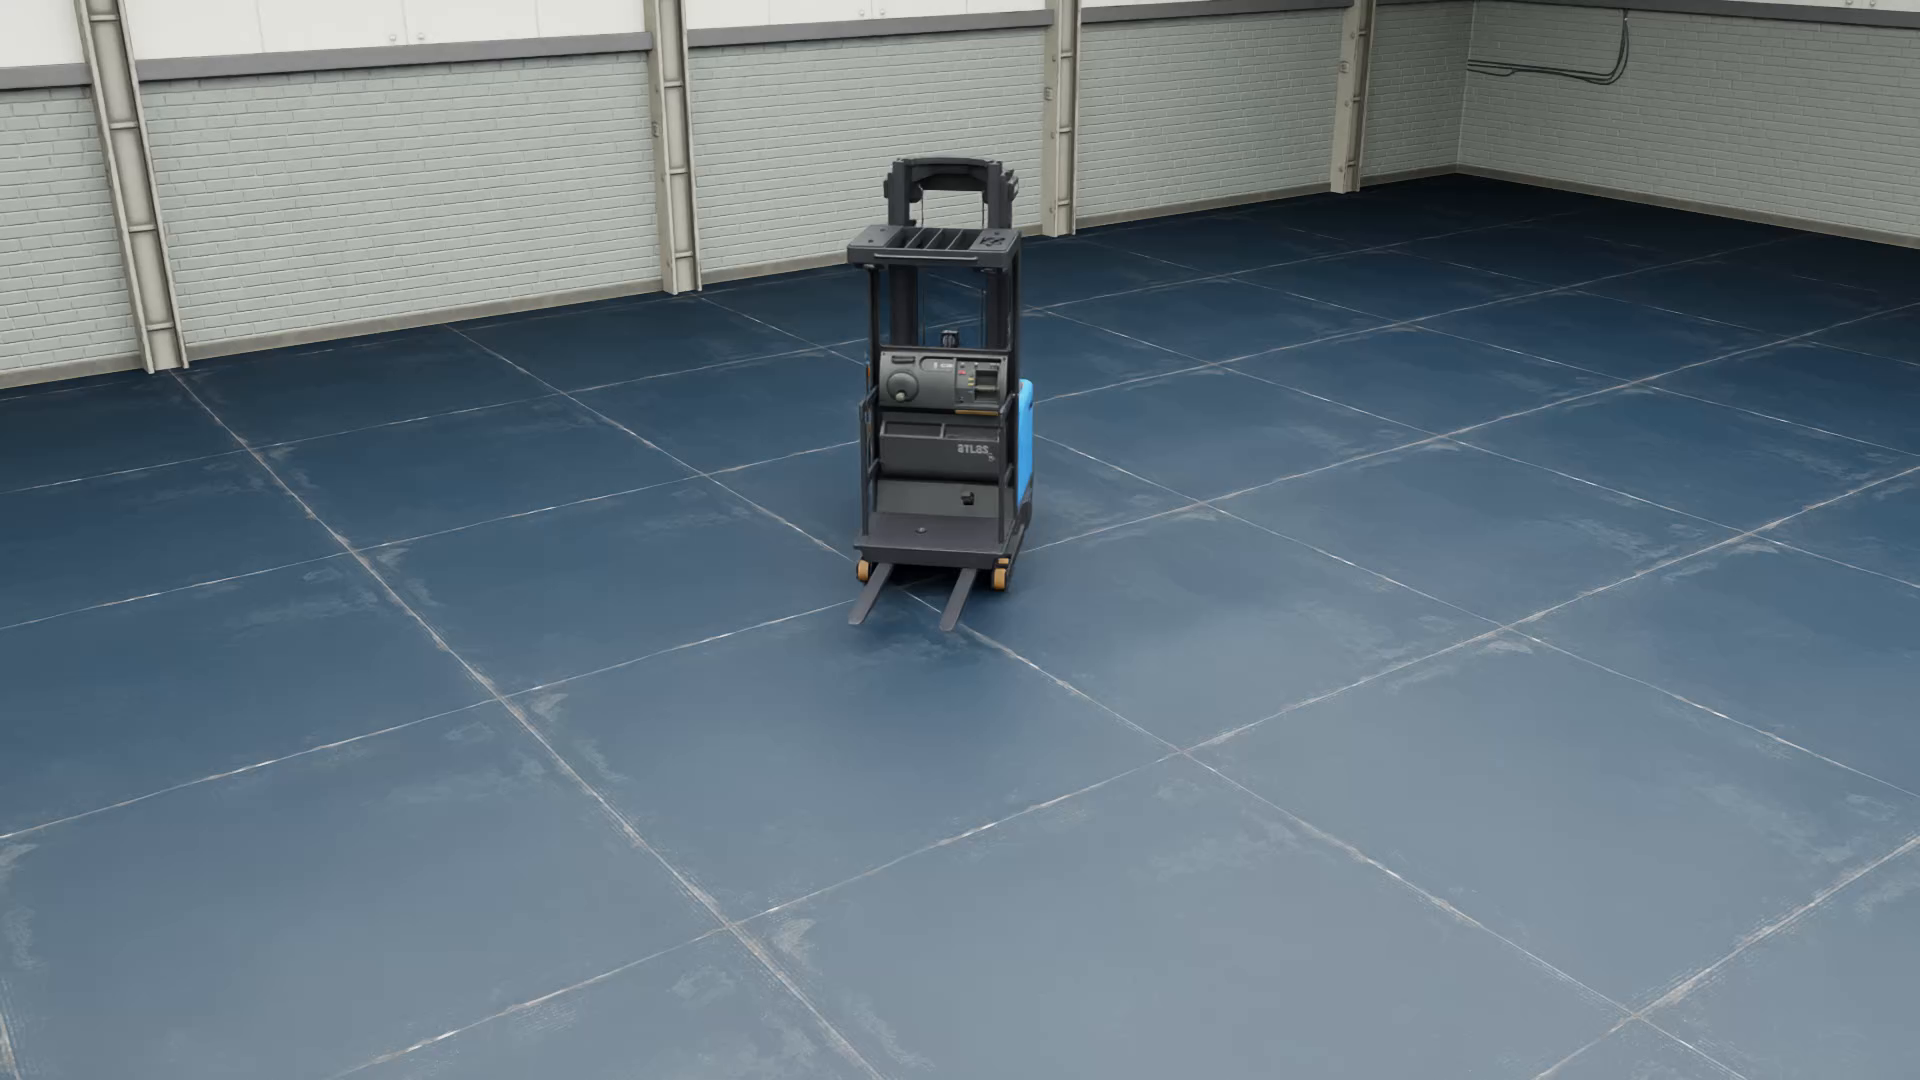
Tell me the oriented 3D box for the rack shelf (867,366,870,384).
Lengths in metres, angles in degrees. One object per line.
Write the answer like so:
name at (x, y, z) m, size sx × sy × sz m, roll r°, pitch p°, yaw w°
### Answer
rack shelf at (-0.499, -1.336, 13.543) m, size 0.480 × 0.148 × 0.258 m, roll -5°, pitch 18°, yaw -14°

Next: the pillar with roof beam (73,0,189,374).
pillar with roof beam at (-5.812, -4.695, 12.520) m, size 0.400 × 9.000 × 9.100 m, roll -15°, pitch 26°, yaw -33°

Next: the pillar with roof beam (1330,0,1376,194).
pillar with roof beam at (8.799, -8.591, 22.283) m, size 0.400 × 9.000 × 9.100 m, roll -15°, pitch 26°, yaw -33°

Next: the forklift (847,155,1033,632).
forklift at (-0.157, -1.137, 11.791) m, size 1.121 × 2.935 × 3.031 m, roll 3°, pitch 22°, yaw 9°

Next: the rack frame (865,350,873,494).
rack frame at (-0.729, -0.939, 13.605) m, size 0.015 × 1.200 × 0.240 m, roll -5°, pitch 18°, yaw -14°

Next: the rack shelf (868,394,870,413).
rack shelf at (-0.495, -1.110, 13.615) m, size 0.480 × 0.148 × 0.258 m, roll -5°, pitch 18°, yaw -14°

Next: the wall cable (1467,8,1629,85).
wall cable at (9.449, -8.684, 26.706) m, size 0.112 × 2.526 × 3.097 m, roll -15°, pitch 26°, yaw -33°

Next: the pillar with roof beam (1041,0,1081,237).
pillar with roof beam at (3.929, -7.292, 19.029) m, size 0.400 × 9.000 × 9.100 m, roll -15°, pitch 26°, yaw -33°

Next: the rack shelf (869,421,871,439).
rack shelf at (-0.491, -0.897, 13.683) m, size 0.480 × 0.148 × 0.258 m, roll -5°, pitch 18°, yaw -14°

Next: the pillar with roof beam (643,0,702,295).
pillar with roof beam at (-0.941, -5.993, 15.774) m, size 0.400 × 9.000 × 9.100 m, roll -15°, pitch 26°, yaw -33°

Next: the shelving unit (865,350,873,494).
shelving unit at (-0.495, -0.961, 13.662) m, size 0.499 × 1.200 × 0.258 m, roll -5°, pitch 18°, yaw -14°
